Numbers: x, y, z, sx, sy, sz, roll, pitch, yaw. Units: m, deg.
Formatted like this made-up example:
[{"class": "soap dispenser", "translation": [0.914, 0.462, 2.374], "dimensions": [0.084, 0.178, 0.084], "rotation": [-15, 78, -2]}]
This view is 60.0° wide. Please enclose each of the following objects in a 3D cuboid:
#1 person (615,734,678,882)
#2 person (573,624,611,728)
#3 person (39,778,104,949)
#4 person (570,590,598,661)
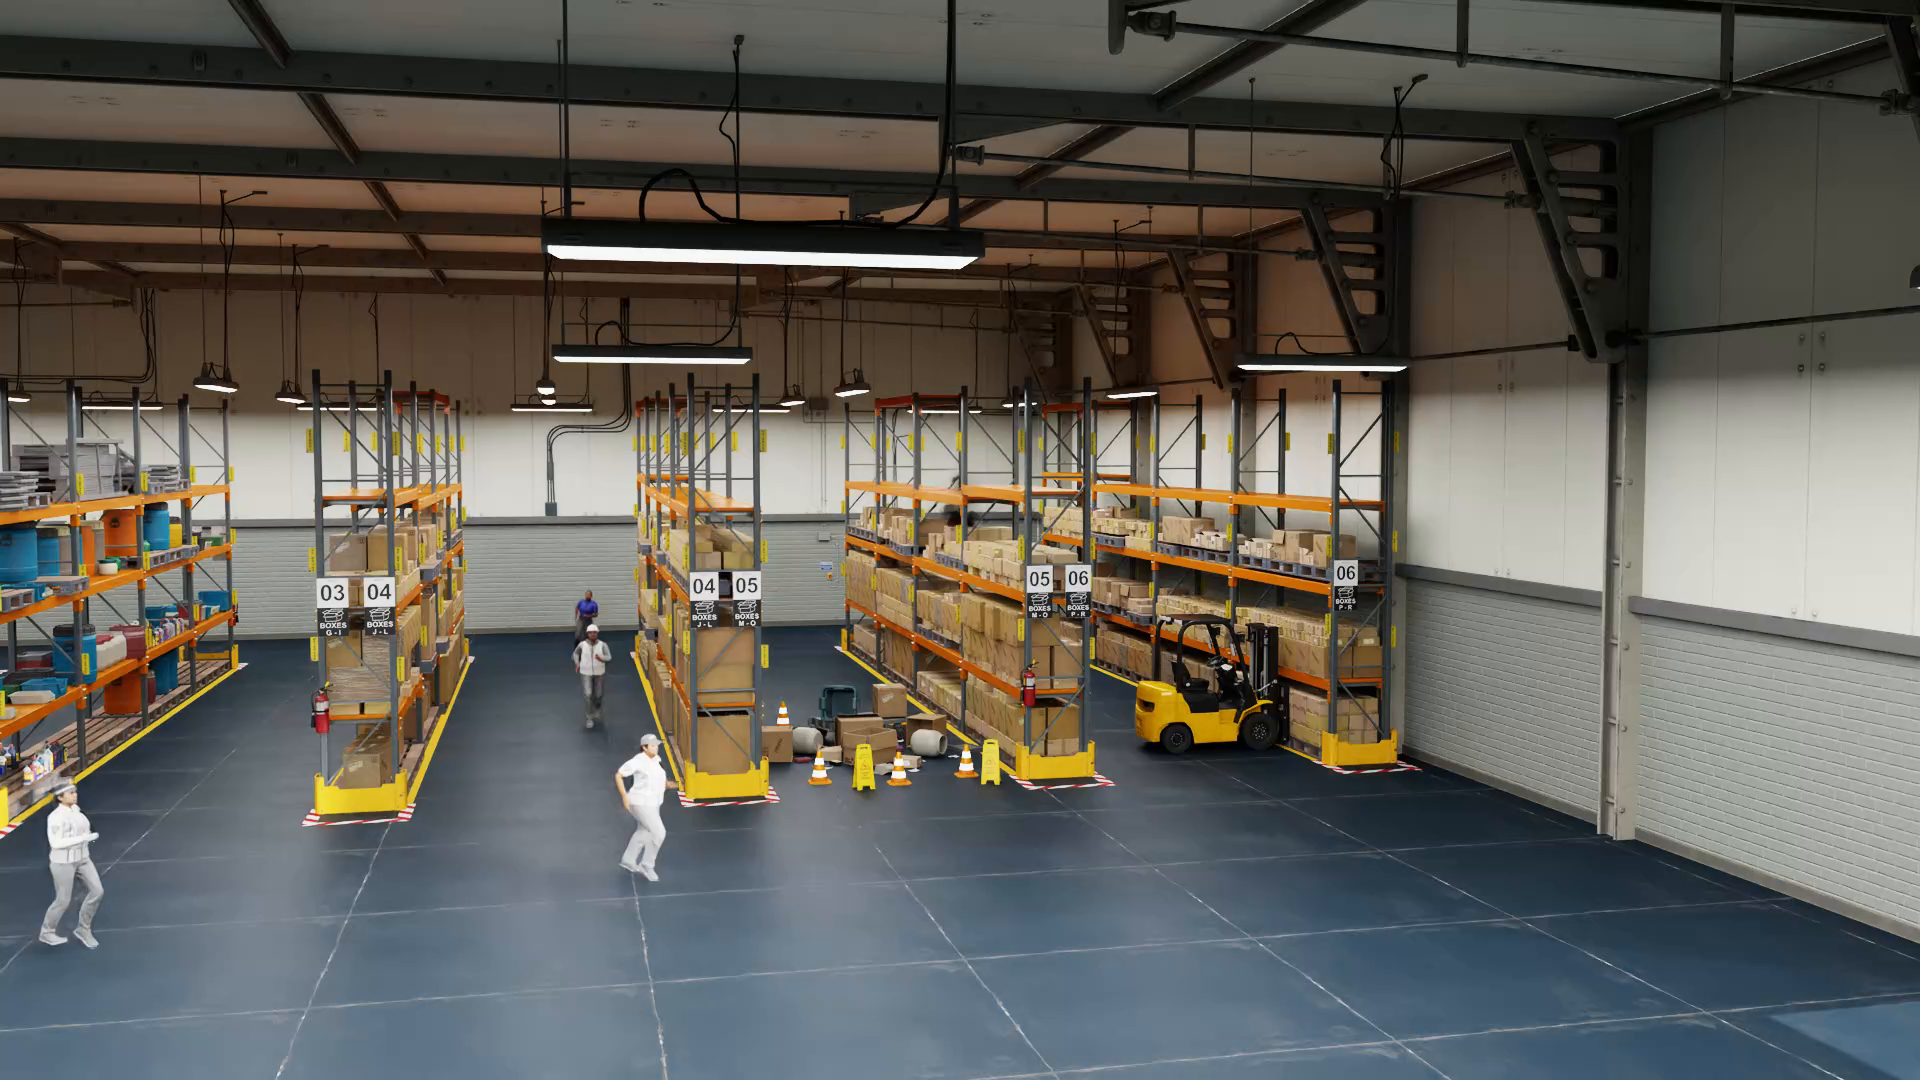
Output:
[{"class": "person", "translation": [-3.595, 3.076, 19.133], "dimensions": [0.783, 1.705, 0.570], "rotation": [1, 4, 20]}, {"class": "person", "translation": [-6.523, 2.385, 29.539], "dimensions": [0.649, 1.776, 0.946], "rotation": [-1, 3, -17]}, {"class": "person", "translation": [-8.782, 3.208, 16.448], "dimensions": [0.684, 1.734, 0.592], "rotation": [0, 3, 8]}, {"class": "person", "translation": [-8.692, 1.979, 38.508], "dimensions": [0.642, 1.656, 0.640], "rotation": [0, 3, -5]}]
